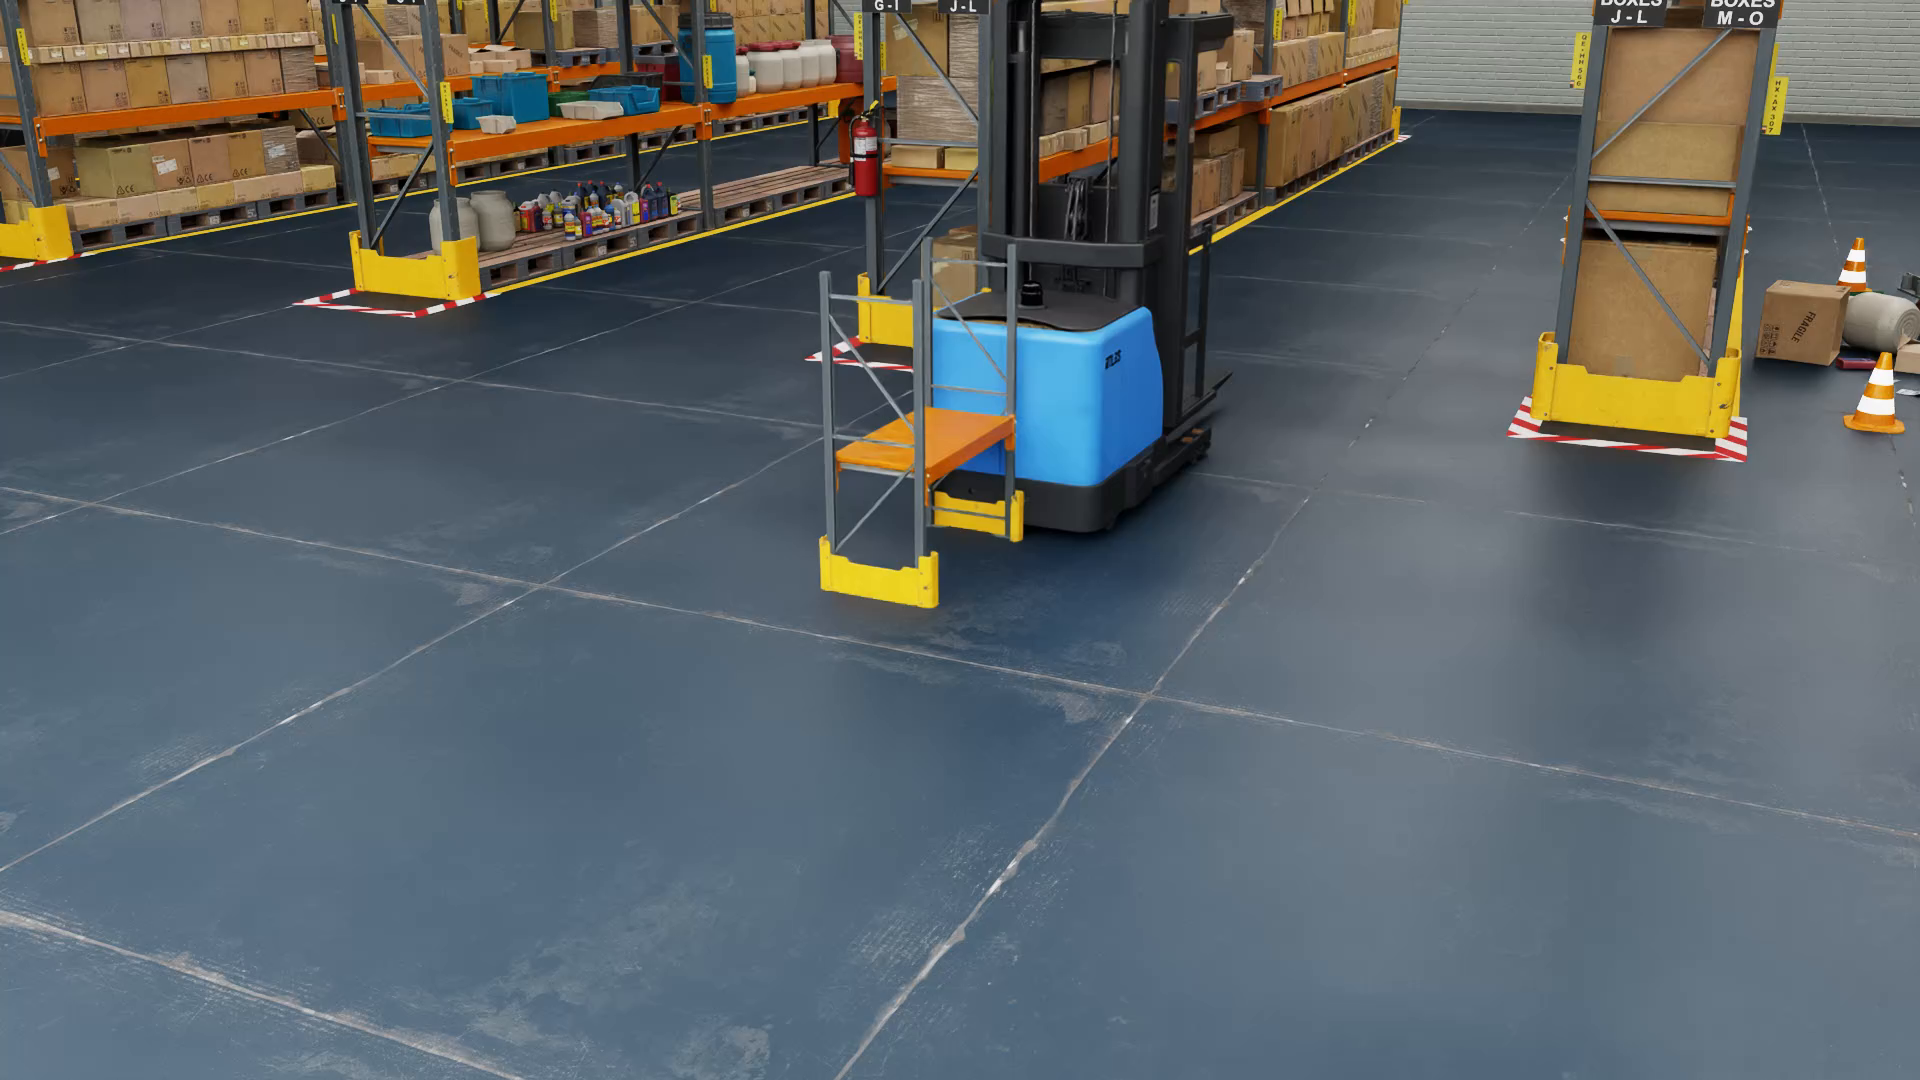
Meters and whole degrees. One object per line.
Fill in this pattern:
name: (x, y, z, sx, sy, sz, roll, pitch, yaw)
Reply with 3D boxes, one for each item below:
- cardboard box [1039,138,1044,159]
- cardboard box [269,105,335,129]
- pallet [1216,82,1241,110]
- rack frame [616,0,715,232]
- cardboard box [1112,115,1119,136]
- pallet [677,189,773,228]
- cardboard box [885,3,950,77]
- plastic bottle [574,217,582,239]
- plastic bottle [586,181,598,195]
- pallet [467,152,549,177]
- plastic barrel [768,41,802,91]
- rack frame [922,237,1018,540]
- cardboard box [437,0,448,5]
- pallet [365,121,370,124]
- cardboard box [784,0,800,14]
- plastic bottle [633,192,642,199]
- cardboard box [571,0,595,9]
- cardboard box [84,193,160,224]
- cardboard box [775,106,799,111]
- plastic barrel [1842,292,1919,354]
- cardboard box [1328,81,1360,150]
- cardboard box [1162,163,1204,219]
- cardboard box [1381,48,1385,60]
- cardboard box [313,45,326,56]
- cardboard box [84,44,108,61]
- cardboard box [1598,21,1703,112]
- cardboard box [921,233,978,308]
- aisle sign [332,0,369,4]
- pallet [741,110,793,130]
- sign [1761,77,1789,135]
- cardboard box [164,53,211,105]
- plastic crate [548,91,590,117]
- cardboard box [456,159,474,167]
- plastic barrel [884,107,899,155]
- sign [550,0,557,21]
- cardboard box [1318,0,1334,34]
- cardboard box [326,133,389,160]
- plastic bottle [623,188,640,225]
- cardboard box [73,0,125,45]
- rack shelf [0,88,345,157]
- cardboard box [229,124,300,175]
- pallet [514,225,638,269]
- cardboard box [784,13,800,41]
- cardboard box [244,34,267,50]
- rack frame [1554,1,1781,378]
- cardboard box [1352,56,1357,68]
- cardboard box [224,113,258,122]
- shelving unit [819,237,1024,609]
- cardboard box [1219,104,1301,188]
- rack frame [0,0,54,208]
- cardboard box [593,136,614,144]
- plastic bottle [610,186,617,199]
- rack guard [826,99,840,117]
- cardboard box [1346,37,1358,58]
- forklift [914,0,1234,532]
cardboard box: (0.429, -3.046, 12.931, 0.380, 0.149, 0.250, 9, 21, 23)
cardboard box: (-10.085, -6.759, 25.578, 0.750, 0.750, 0.750, 8, 21, 22)
pallet: (2.278, -4.627, 17.288, 1.003, 0.211, 1.213, 9, 21, 23)
rack frame: (-3.105, -4.785, 17.446, 1.000, 3.000, 0.127, 9, 21, 23)
cardboard box: (1.325, -3.646, 14.618, 0.380, 0.149, 0.250, 9, 21, 23)
pallet: (-2.819, -3.716, 18.603, 1.003, 0.211, 1.213, 9, 21, 23)
cardboard box: (-0.225, -3.743, 12.431, 0.500, 0.500, 0.500, 9, 21, 23)
plastic bottle: (-3.674, -2.994, 15.930, 0.097, 0.201, 0.097, 0, 20, 0)
plastic bottle: (-3.814, -3.554, 17.282, 0.144, 0.351, 0.185, 9, 22, 24)
pallet: (-6.357, -5.128, 22.573, 1.003, 0.211, 1.213, 9, 21, 23)
plastic barrel: (-2.036, -5.468, 19.164, 0.433, 0.535, 0.433, 0, 20, 0)
rack frame: (0.047, -0.747, 8.330, 0.500, 1.500, 0.032, 9, 21, 24)
cardboard box: (-8.825, -8.962, 27.449, 0.500, 0.250, 0.500, 9, 22, 24)
pallet: (-9.613, -6.655, 26.867, 1.003, 0.211, 1.213, 9, 21, 23)
cardboard box: (-3.054, -9.165, 28.120, 0.500, 0.500, 0.500, 9, 22, 24)
plastic bottle: (-3.330, -3.426, 17.035, 0.152, 0.276, 0.135, 9, 21, 23)
cardboard box: (-7.429, -9.796, 31.091, 0.980, 0.700, 0.700, 10, 22, 25)
cardboard box: (-8.637, -3.432, 17.119, 0.500, 0.250, 0.500, 9, 21, 23)
cardboard box: (-3.123, -7.559, 28.695, 0.500, 0.250, 0.500, 9, 21, 23)
plastic barrel: (6.832, -1.622, 12.399, 0.421, 0.421, 0.512, -9, 22, -24)
cardboard box: (5.033, -5.938, 23.234, 0.875, 0.875, 0.875, 9, 21, 23)
cardboard box: (2.126, -3.634, 17.283, 0.700, 0.500, 0.500, 7, 21, 18)
cardboard box: (6.065, -7.189, 24.580, 0.380, 0.149, 0.250, 8, 21, 21)
cardboard box: (-9.862, -7.472, 25.348, 0.380, 0.149, 0.250, 9, 22, 24)
cardboard box: (-8.694, -4.843, 16.493, 0.380, 0.149, 0.250, 9, 21, 23)
cardboard box: (4.588, -3.039, 10.703, 0.875, 0.550, 0.550, 9, 21, 23)
cardboard box: (0.047, -2.091, 12.976, 0.500, 0.500, 0.500, 13, 23, 33)
aisle sign: (-5.043, -4.805, 13.625, 0.394, 0.787, 0.004, 9, 21, 23)
pallet: (-3.566, -7.181, 28.347, 1.003, 0.211, 1.213, 9, 21, 23)
sign: (4.763, -2.538, 9.719, 0.100, 0.325, 0.005, 9, 21, 23)
cardboard box: (-8.426, -4.904, 17.633, 0.700, 0.500, 0.500, 9, 22, 24)
plastic crate: (-3.918, -4.309, 16.424, 0.450, 0.188, 0.662, 9, 21, 23)
cardboard box: (-6.602, -4.927, 21.324, 0.500, 0.250, 0.500, 9, 21, 24)
plastic barrel: (-0.820, -5.566, 22.616, 0.600, 0.588, 0.708, 9, 21, 23)
sign: (-5.477, -7.159, 22.393, 0.100, 0.325, 0.005, 9, 21, 23)
cardboard box: (4.436, -6.874, 21.675, 0.797, 0.503, 0.637, 8, 21, 21)
cardboard box: (-7.226, -4.724, 19.916, 0.500, 0.311, 0.500, 9, 21, 23)
plastic bottle: (-3.317, -3.350, 16.709, 0.144, 0.351, 0.185, 8, 21, 22)
cardboard box: (-8.826, -5.220, 16.584, 0.700, 0.500, 0.500, 8, 21, 21)
rack shelf: (-8.441, -4.515, 17.762, 1.077, 0.370, 4.000, 9, 21, 23)
cardboard box: (-7.828, -4.398, 18.717, 0.500, 0.500, 0.500, 9, 21, 23)
pallet: (-3.916, -2.897, 16.300, 1.003, 0.211, 1.213, 9, 21, 23)
cardboard box: (-3.062, -8.696, 28.294, 0.500, 0.500, 0.500, 9, 21, 23)
cardboard box: (-7.853, -5.470, 18.255, 0.380, 0.149, 0.250, 9, 21, 23)
rack frame: (4.259, -2.171, 10.096, 1.000, 3.000, 0.127, 9, 21, 23)
cardboard box: (5.222, -6.557, 22.805, 0.380, 0.149, 0.250, 8, 21, 21)
cardboard box: (-10.753, -6.169, 24.413, 0.700, 0.500, 0.500, 9, 21, 23)
shelving unit: (-0.165, -0.595, 7.904, 0.587, 1.500, 1.083, 9, 21, 24)
cardboard box: (3.353, -4.733, 19.844, 1.225, 0.875, 0.875, 8, 21, 20)
rack frame: (-9.260, -4.243, 15.922, 1.000, 3.000, 0.127, 9, 21, 23)
cardboard box: (-5.328, -5.979, 23.877, 0.500, 0.500, 0.500, 8, 21, 21)
plastic bottle: (-3.645, -3.558, 17.394, 0.061, 0.283, 0.133, 9, 21, 23)
rack guard: (-2.740, -7.933, 30.029, 1.175, 0.500, 0.348, 9, 21, 23)
cardboard box: (5.121, -6.728, 22.690, 0.500, 0.250, 0.500, 8, 21, 22)
forklift: (0.842, -1.872, 9.360, 1.130, 2.935, 3.031, 9, 21, 24)
